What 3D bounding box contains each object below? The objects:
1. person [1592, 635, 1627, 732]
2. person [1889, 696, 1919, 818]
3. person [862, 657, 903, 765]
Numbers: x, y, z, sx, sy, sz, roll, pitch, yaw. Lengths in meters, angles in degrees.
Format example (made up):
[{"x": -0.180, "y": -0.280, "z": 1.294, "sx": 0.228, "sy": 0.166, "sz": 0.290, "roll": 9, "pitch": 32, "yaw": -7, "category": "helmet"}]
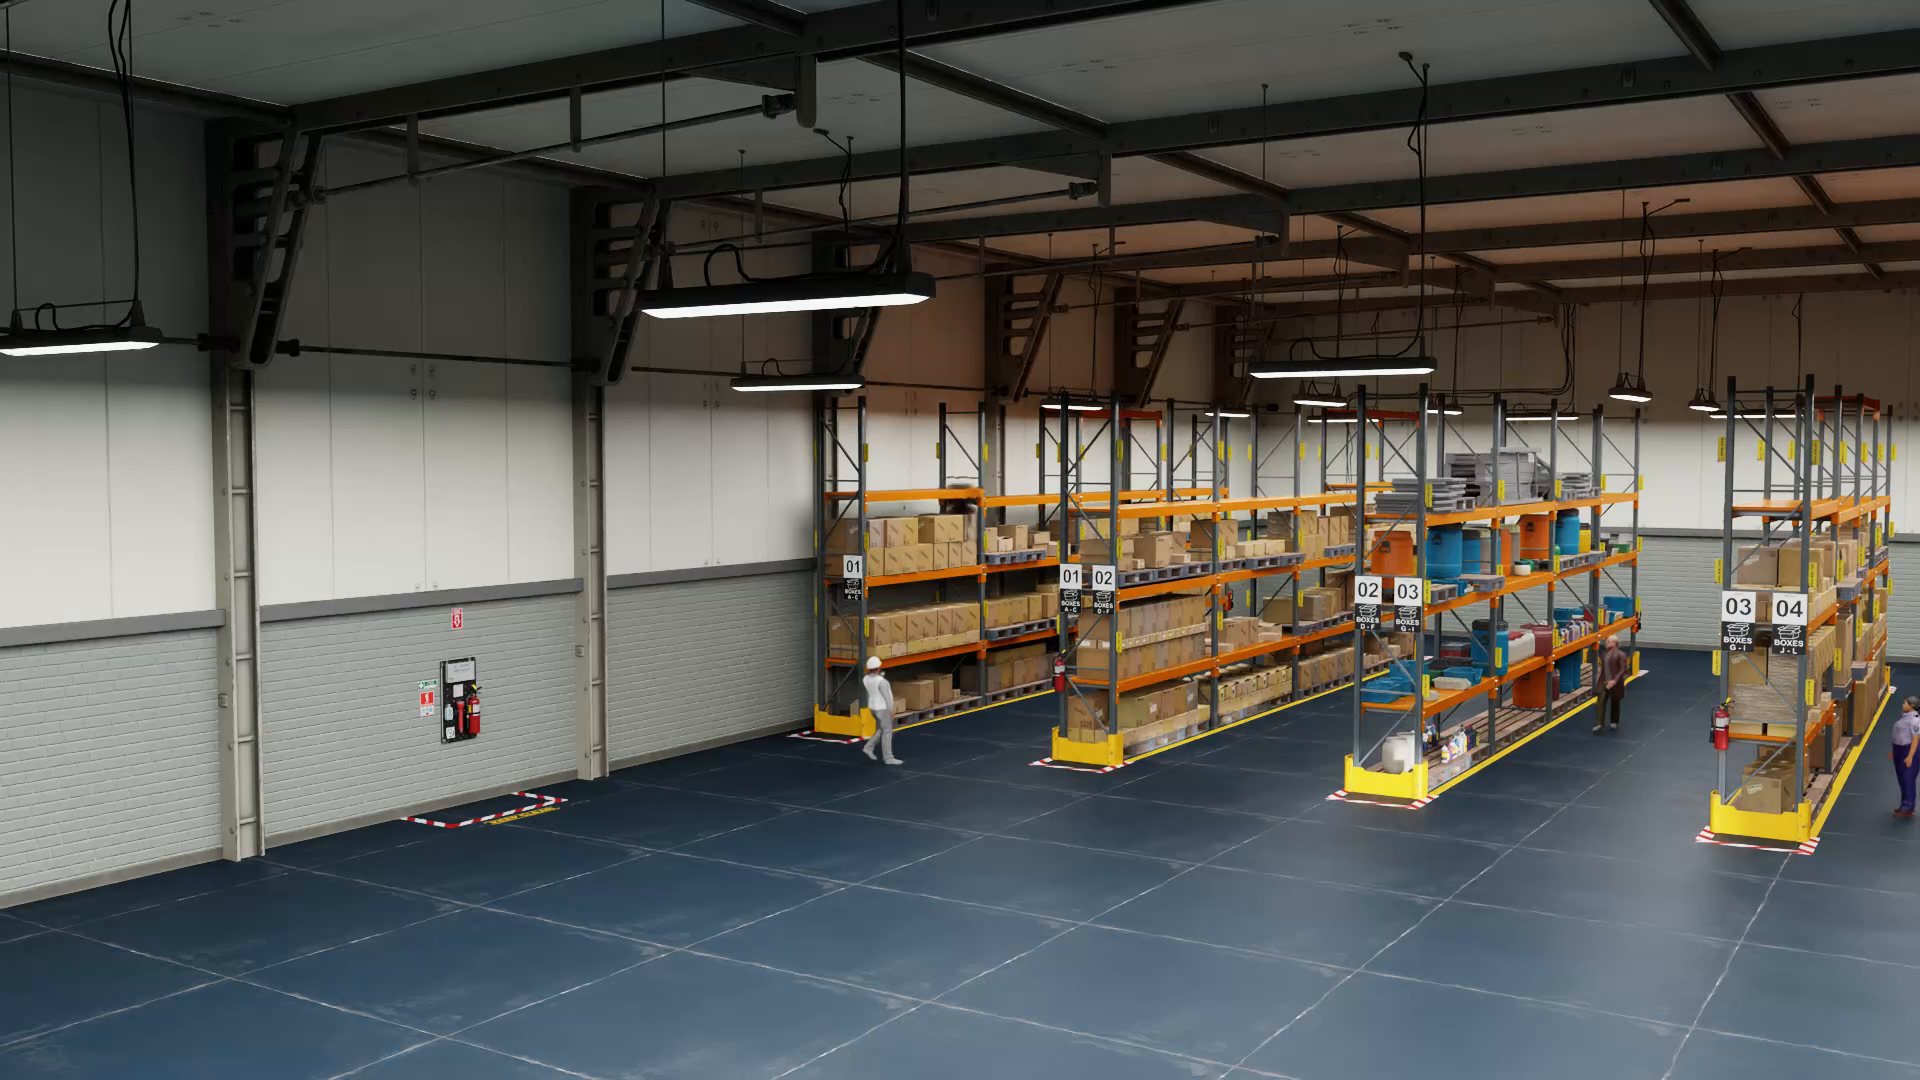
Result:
[{"x": 11.587, "y": 2.562, "z": 29.606, "sx": 0.545, "sy": 1.704, "sz": 1.145, "roll": 2, "pitch": 3, "yaw": 30, "category": "person"}, {"x": 13.020, "y": 2.985, "z": 22.932, "sx": 0.481, "sy": 1.676, "sz": 0.491, "roll": 0, "pitch": 3, "yaw": -6, "category": "person"}, {"x": -1.264, "y": 2.735, "z": 26.783, "sx": 0.585, "sy": 1.754, "sz": 0.619, "roll": -2, "pitch": 3, "yaw": -28, "category": "person"}]
